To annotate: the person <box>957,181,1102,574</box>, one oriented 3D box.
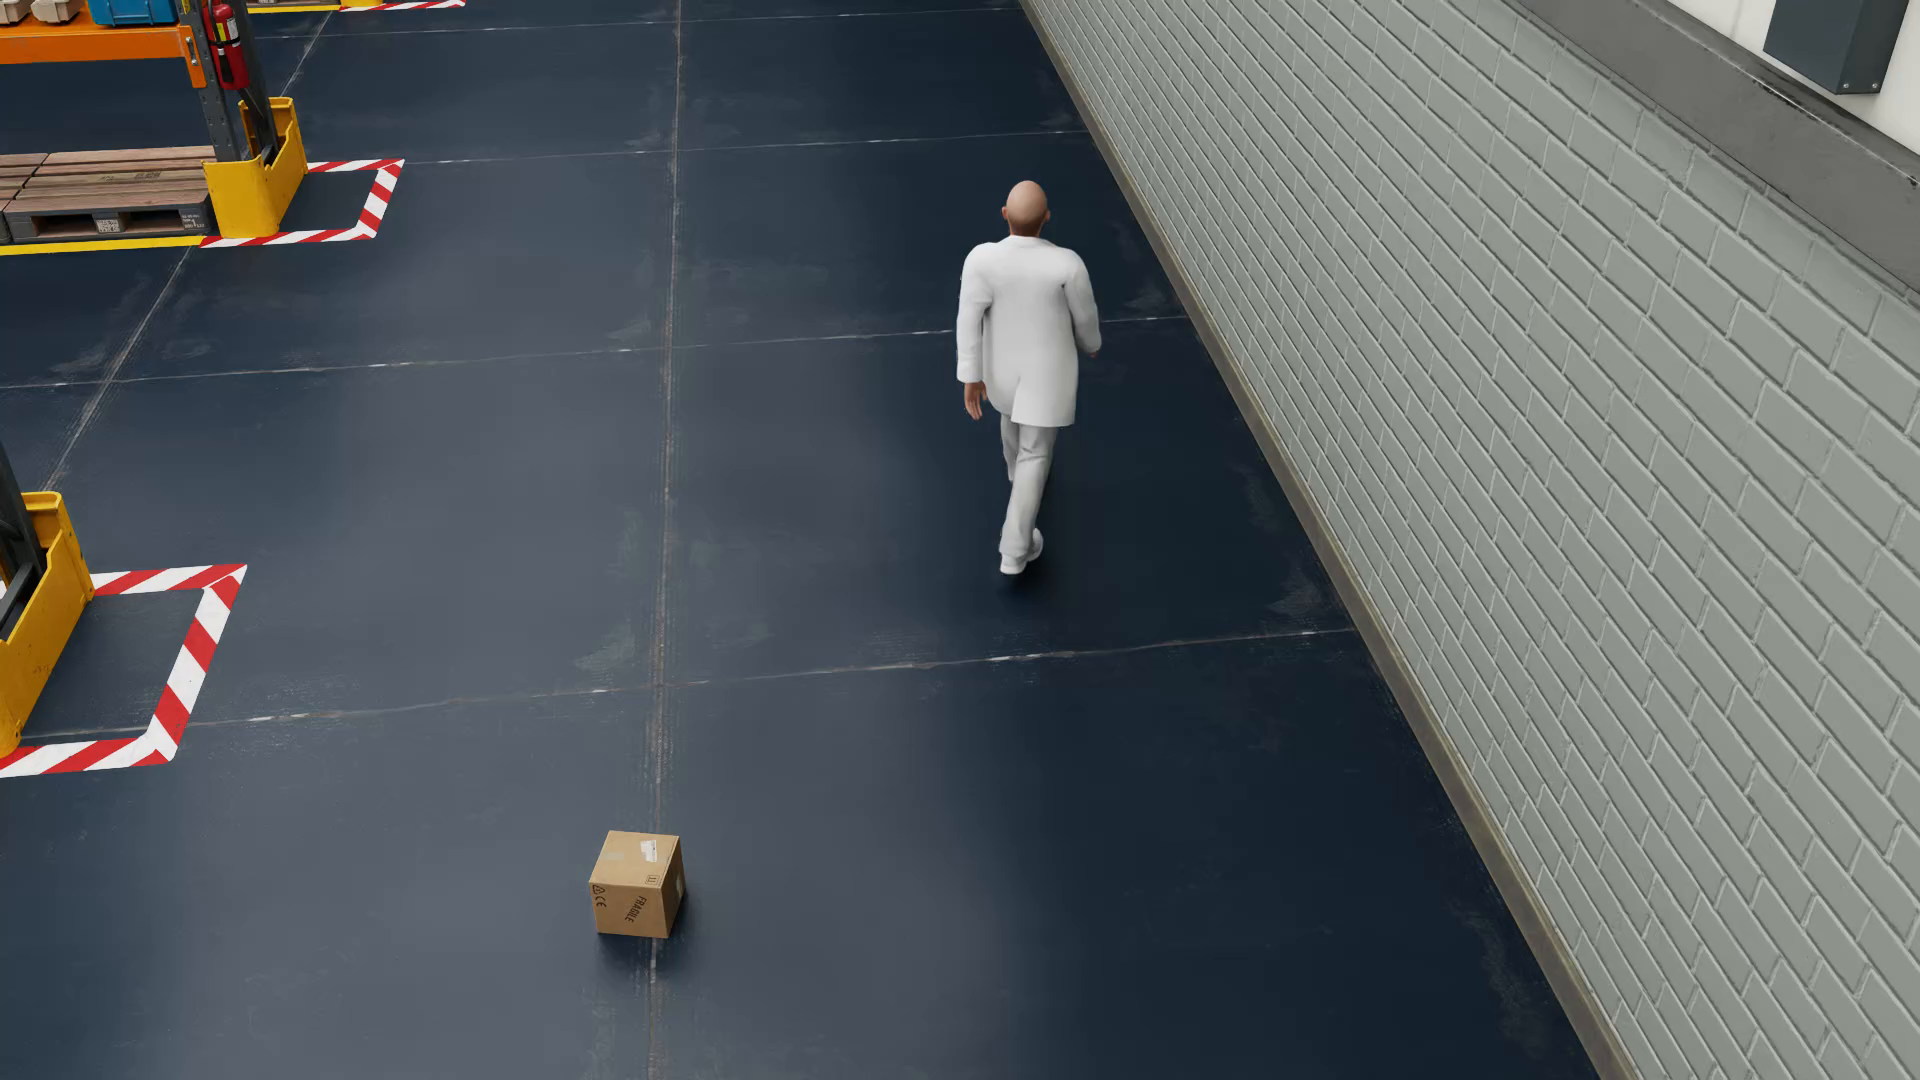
[{"bbox_3d":[0.326,-0.806,7.336,0.566,1.720,1.119,11,36,15],"label":"person"}]
